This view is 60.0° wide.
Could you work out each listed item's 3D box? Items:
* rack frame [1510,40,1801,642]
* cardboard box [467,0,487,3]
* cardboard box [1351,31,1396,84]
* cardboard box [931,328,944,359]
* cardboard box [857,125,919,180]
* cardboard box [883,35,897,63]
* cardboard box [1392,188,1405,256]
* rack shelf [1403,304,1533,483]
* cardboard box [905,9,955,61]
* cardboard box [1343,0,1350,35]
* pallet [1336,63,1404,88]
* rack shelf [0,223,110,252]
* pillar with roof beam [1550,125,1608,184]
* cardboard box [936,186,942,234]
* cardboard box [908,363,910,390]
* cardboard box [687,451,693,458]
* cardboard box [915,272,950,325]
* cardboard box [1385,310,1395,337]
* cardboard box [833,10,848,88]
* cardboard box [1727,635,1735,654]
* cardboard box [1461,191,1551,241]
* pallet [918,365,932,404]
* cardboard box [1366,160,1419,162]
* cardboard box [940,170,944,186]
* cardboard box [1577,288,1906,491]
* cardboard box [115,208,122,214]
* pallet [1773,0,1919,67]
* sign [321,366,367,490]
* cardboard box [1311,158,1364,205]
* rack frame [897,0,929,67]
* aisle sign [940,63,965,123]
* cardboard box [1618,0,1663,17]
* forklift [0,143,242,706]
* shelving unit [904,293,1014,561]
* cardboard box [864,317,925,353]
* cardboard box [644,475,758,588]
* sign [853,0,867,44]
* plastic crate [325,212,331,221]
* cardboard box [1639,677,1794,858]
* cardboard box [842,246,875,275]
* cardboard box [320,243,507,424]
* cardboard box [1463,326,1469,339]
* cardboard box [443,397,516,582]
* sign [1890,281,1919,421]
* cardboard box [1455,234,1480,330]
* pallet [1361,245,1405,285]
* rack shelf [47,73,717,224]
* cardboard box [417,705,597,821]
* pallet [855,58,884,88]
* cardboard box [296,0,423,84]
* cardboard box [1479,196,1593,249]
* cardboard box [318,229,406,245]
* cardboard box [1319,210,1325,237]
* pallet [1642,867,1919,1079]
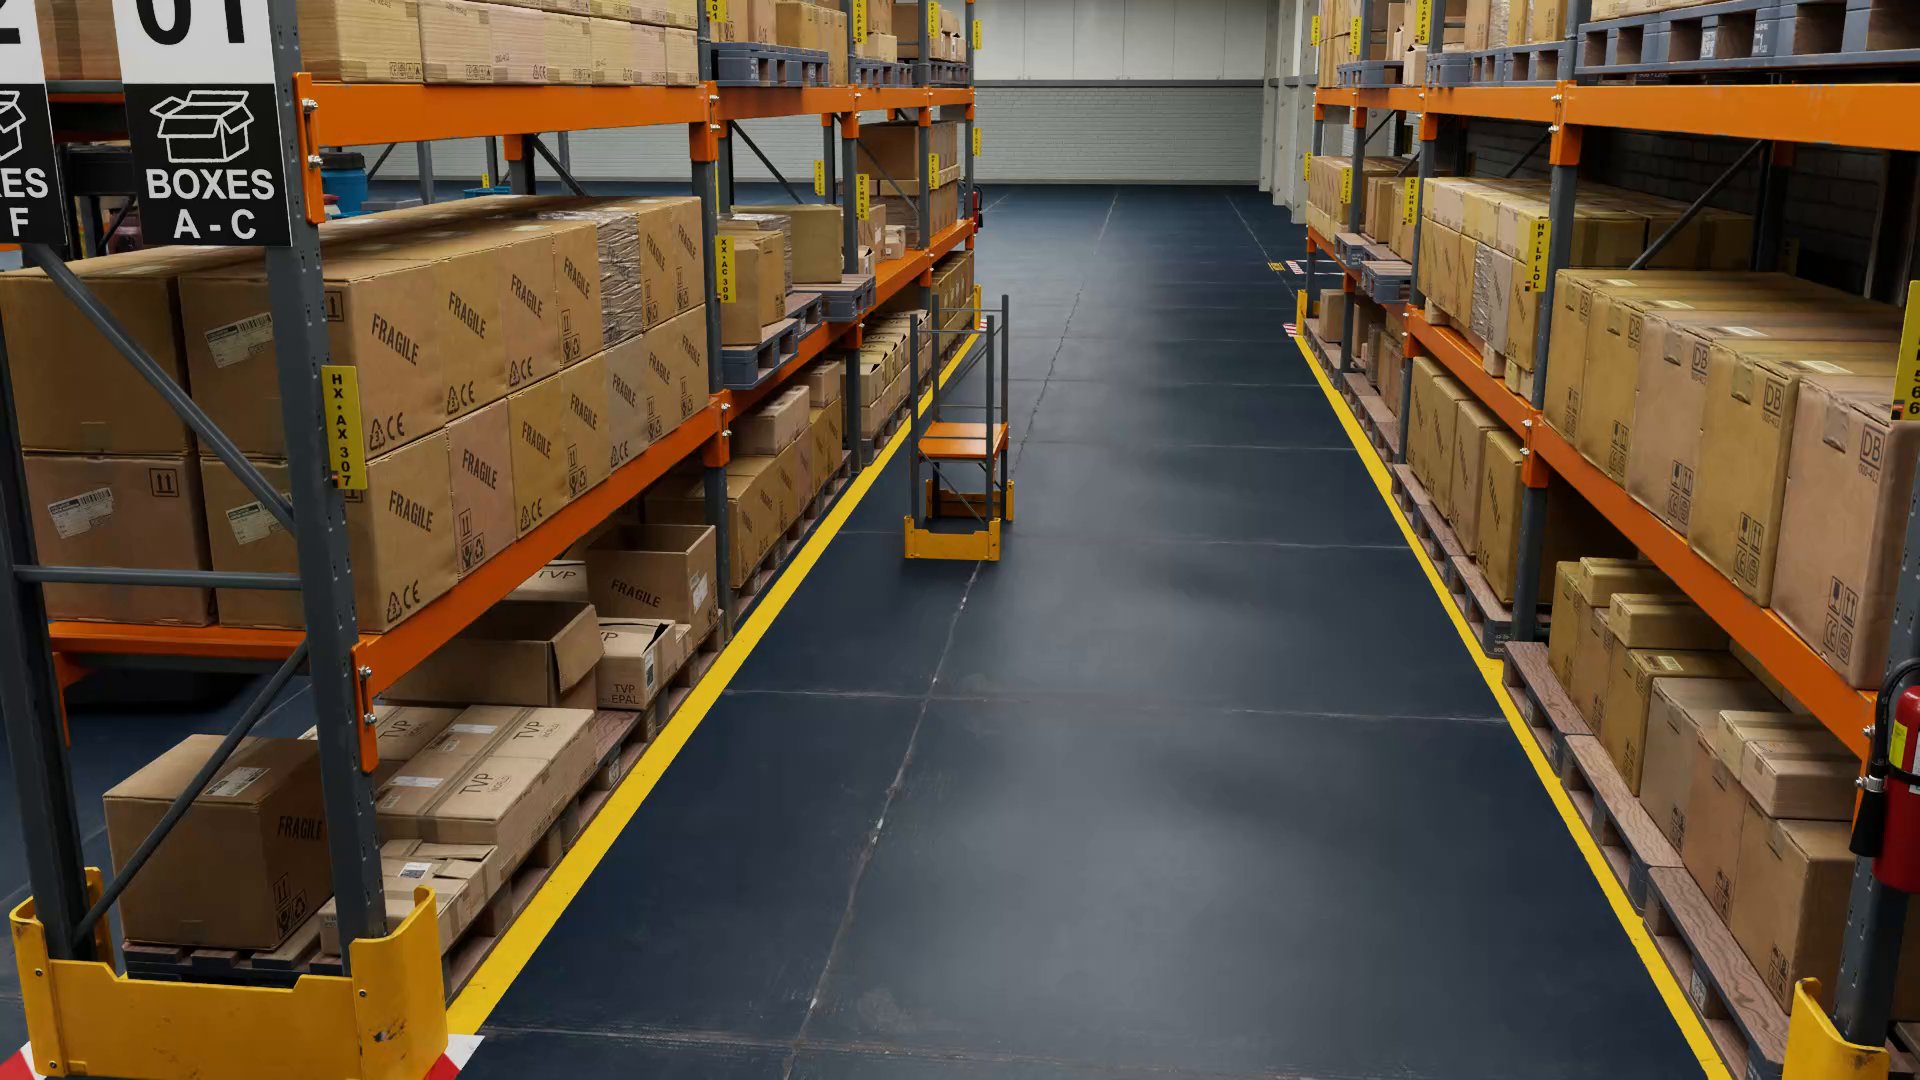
[{"bbox_3d":[3.226,-0.782,7.808,1.000,3.000,0.127,2,15,6],"label":"rack frame"},{"bbox_3d":[-1.768,-1.762,5.014,0.500,0.250,0.500,2,15,6],"label":"cardboard box"},{"bbox_3d":[3.940,-4.502,15.588,0.500,0.500,0.500,2,15,8],"label":"cardboard box"},{"bbox_3d":[-0.440,-1.989,16.734,0.500,0.250,0.500,2,15,6],"label":"cardboard box"},{"bbox_3d":[-0.750,-3.792,16.262,0.700,0.500,0.500,2,15,7],"label":"cardboard box"},{"bbox_3d":[-0.873,-4.421,15.001,0.500,0.250,0.500,3,15,12],"label":"cardboard box"},{"bbox_3d":[3.839,-2.526,13.224,0.700,0.500,0.500,2,15,6],"label":"cardboard box"},{"bbox_3d":[3.451,-0.954,9.821,1.077,0.370,4.000,2,15,6],"label":"rack shelf"},{"bbox_3d":[-0.483,-5.194,17.105,0.797,0.503,0.637,3,16,12],"label":"cardboard box"},{"bbox_3d":[3.967,-5.127,15.984,0.500,0.500,0.500,3,15,9],"label":"cardboard box"},{"bbox_3d":[3.953,-4.057,14.534,1.213,0.211,1.003,2,15,6],"label":"pallet"},{"bbox_3d":[-10.411,-3.466,19.113,1.077,0.370,4.000,2,15,6],"label":"rack shelf"},{"bbox_3d":[0.406,-5.154,12.484,9.100,9.000,0.400,2,15,6],"label":"pillar with roof beam"},{"bbox_3d":[-0.580,-3.565,17.910,0.700,0.500,0.500,2,15,8],"label":"cardboard box"},{"bbox_3d":[-0.669,-1.498,14.917,0.500,0.250,0.500,2,15,8],"label":"cardboard box"},{"bbox_3d":[-1.805,-0.327,10.072,0.500,0.500,0.500,2,15,7],"label":"cardboard box"},{"bbox_3d":[-0.382,-2.480,17.115,0.500,0.500,0.500,2,15,6],"label":"cardboard box"},{"bbox_3d":[4.016,-1.919,14.522,0.500,0.250,0.500,1,15,5],"label":"cardboard box"},{"bbox_3d":[-1.261,-3.347,11.354,0.910,0.500,0.500,2,15,6],"label":"cardboard box"},{"bbox_3d":[3.137,0.338,6.406,0.380,0.149,0.250,2,15,7],"label":"cardboard box"},{"bbox_3d":[3.206,-1.871,9.599,0.500,0.250,0.500,1,15,5],"label":"cardboard box"},{"bbox_3d":[-0.838,-1.464,15.671,1.003,0.211,1.213,2,15,6],"label":"pallet"},{"bbox_3d":[4.617,-3.801,17.784,0.500,0.500,0.500,1,15,5],"label":"cardboard box"},{"bbox_3d":[-0.369,-3.894,17.881,0.380,0.149,0.250,1,15,5],"label":"cardboard box"},{"bbox_3d":[3.060,-0.598,6.551,0.980,0.700,0.700,1,15,5],"label":"cardboard box"},{"bbox_3d":[-10.131,-3.872,19.715,0.380,0.149,0.250,2,15,6],"label":"cardboard box"},{"bbox_3d":[2.848,-1.343,4.304,1.003,0.211,1.213,2,15,6],"label":"pallet"},{"bbox_3d":[-1.609,-0.292,4.336,0.100,0.325,0.005,2,15,6],"label":"sign"},{"bbox_3d":[4.162,-3.951,18.339,0.500,0.500,0.500,2,15,6],"label":"cardboard box"},{"bbox_3d":[-0.794,-5.898,15.235,1.000,3.000,0.127,2,15,6],"label":"rack frame"},{"bbox_3d":[-0.043,-5.303,19.546,0.394,0.787,0.004,2,15,6],"label":"aisle sign"},{"bbox_3d":[2.814,-2.106,6.247,0.500,0.250,0.500,1,15,5],"label":"cardboard box"},{"bbox_3d":[-4.072,-0.990,8.708,1.130,2.935,3.031,-1,15,-4],"label":"forklift"},{"bbox_3d":[0.009,-0.744,10.539,0.587,1.500,1.083,2,15,6],"label":"shelving unit"},{"bbox_3d":[-0.607,-1.900,15.329,0.500,0.311,0.500,2,15,8],"label":"cardboard box"},{"bbox_3d":[-1.400,-0.051,9.051,0.500,0.500,0.500,1,15,4],"label":"cardboard box"},{"bbox_3d":[-0.706,-3.646,11.661,0.100,0.325,0.005,2,15,6],"label":"sign"},{"bbox_3d":[-5.680,-2.552,14.232,0.402,0.464,0.583,2,15,6],"label":"plastic crate"},{"bbox_3d":[2.866,0.814,5.888,0.700,0.500,0.500,1,15,4],"label":"cardboard box"},{"bbox_3d":[-0.952,-2.148,13.029,0.500,0.311,0.500,2,15,6],"label":"cardboard box"},{"bbox_3d":[-1.785,-0.664,5.263,0.500,0.500,0.500,2,15,7],"label":"cardboard box"},{"bbox_3d":[3.292,-1.295,10.148,0.380,0.149,0.250,2,15,7],"label":"cardboard box"},{"bbox_3d":[-1.783,-0.179,5.387,0.500,0.500,0.500,2,15,6],"label":"cardboard box"},{"bbox_3d":[2.237,-0.438,3.862,0.100,0.325,0.005,2,15,6],"label":"sign"},{"bbox_3d":[3.192,-1.503,9.675,0.500,0.500,0.500,2,15,8],"label":"cardboard box"},{"bbox_3d":[3.860,-2.242,13.573,1.003,0.211,1.213,2,15,6],"label":"pallet"},{"bbox_3d":[-1.922,-1.509,6.128,1.077,0.370,4.000,2,15,6],"label":"rack shelf"},{"bbox_3d":[-1.692,0.833,6.259,0.500,0.250,0.500,2,15,6],"label":"cardboard box"},{"bbox_3d":[-1.258,-3.500,12.475,1.213,0.211,1.003,2,15,9],"label":"pallet"},{"bbox_3d":[-1.837,-1.391,4.601,0.500,0.250,0.500,2,15,6],"label":"cardboard box"},{"bbox_3d":[3.149,-1.739,9.111,0.500,0.250,0.500,2,15,7],"label":"cardboard box"},{"bbox_3d":[-2.261,-0.810,5.803,0.500,0.500,0.500,2,15,8],"label":"cardboard box"},{"bbox_3d":[4.042,-3.317,17.430,0.500,0.250,0.500,2,15,7],"label":"cardboard box"},{"bbox_3d":[2.787,1.392,5.111,1.003,0.211,1.213,2,15,6],"label":"pallet"}]
